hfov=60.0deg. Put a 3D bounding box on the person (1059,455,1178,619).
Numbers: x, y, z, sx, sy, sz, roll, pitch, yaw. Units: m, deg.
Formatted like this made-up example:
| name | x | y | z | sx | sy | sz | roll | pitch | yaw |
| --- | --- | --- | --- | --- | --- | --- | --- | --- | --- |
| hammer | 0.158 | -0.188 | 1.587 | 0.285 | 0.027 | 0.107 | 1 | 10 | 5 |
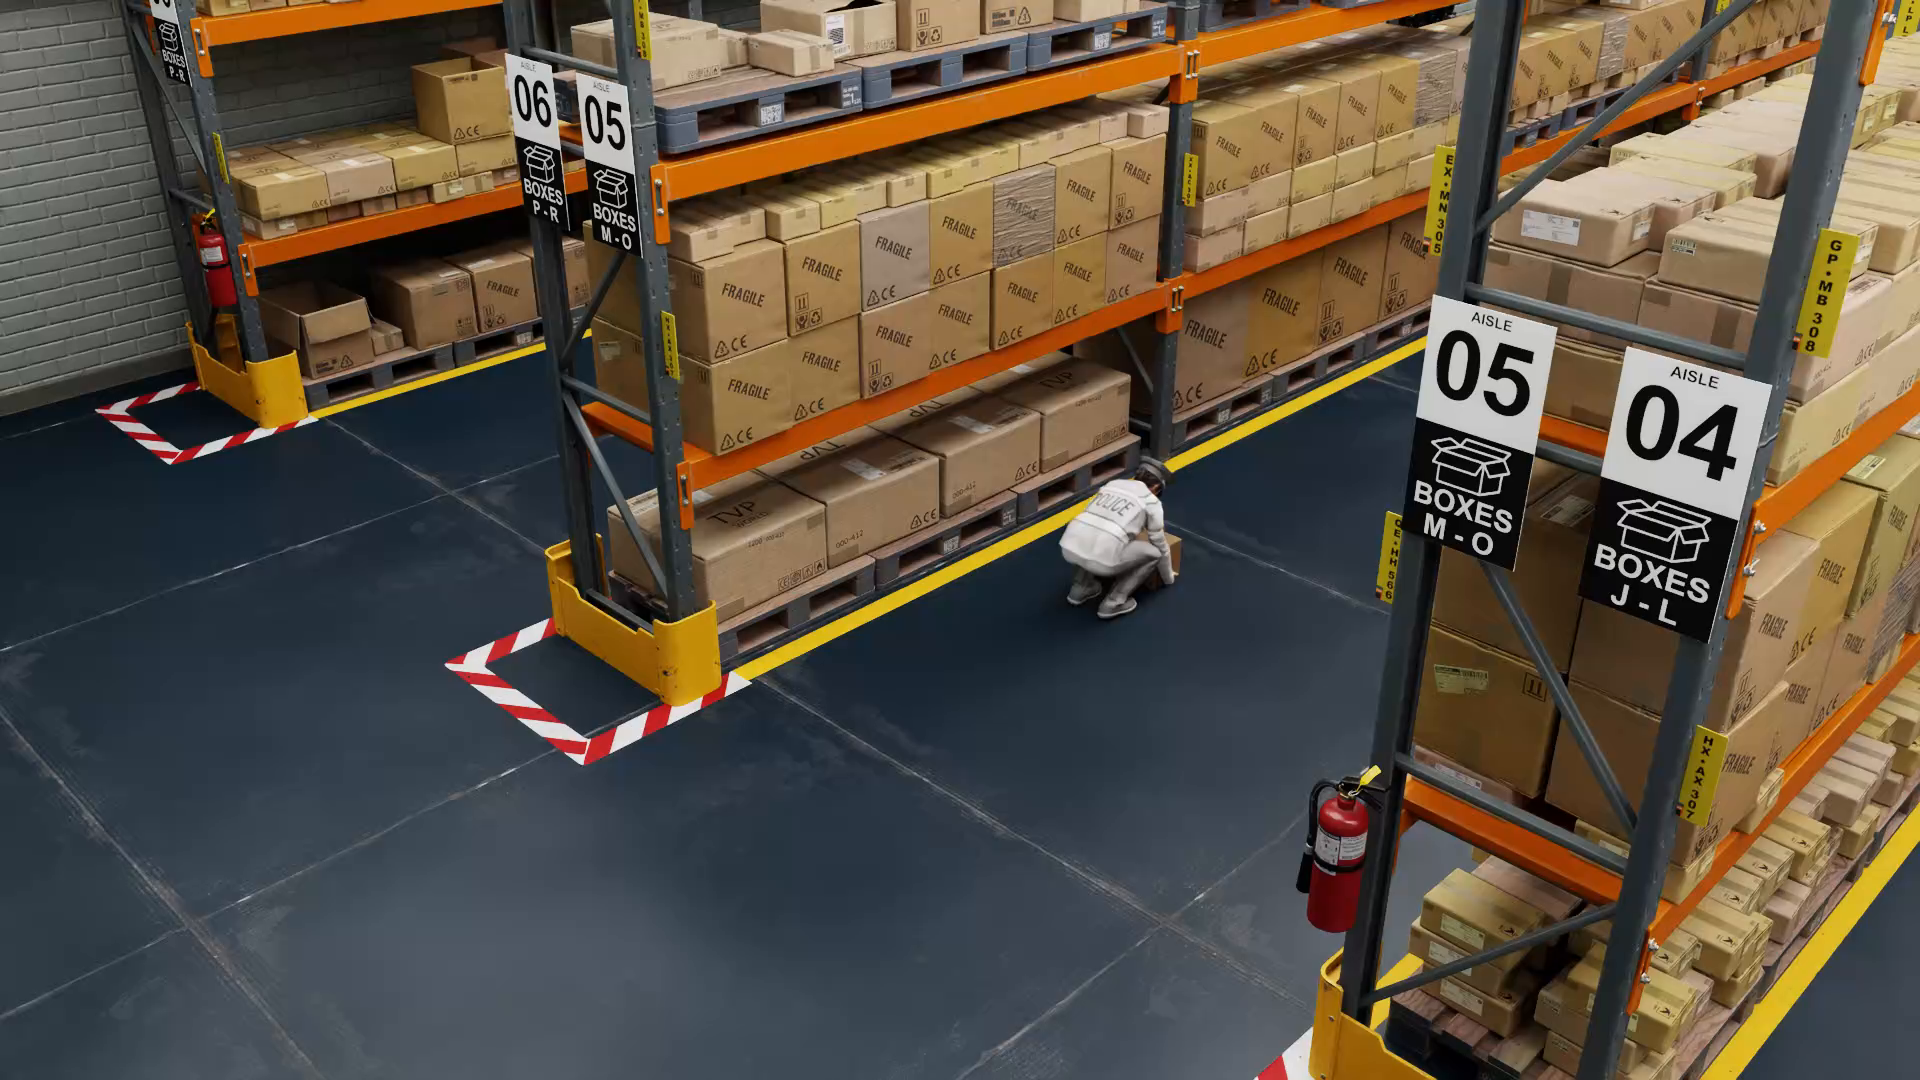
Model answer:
| name | x | y | z | sx | sy | sz | roll | pitch | yaw |
| --- | --- | --- | --- | --- | --- | --- | --- | --- | --- |
| person | 0.936 | 0.004 | 9.634 | 0.468 | 0.829 | 0.894 | 24 | 36 | 38 |
